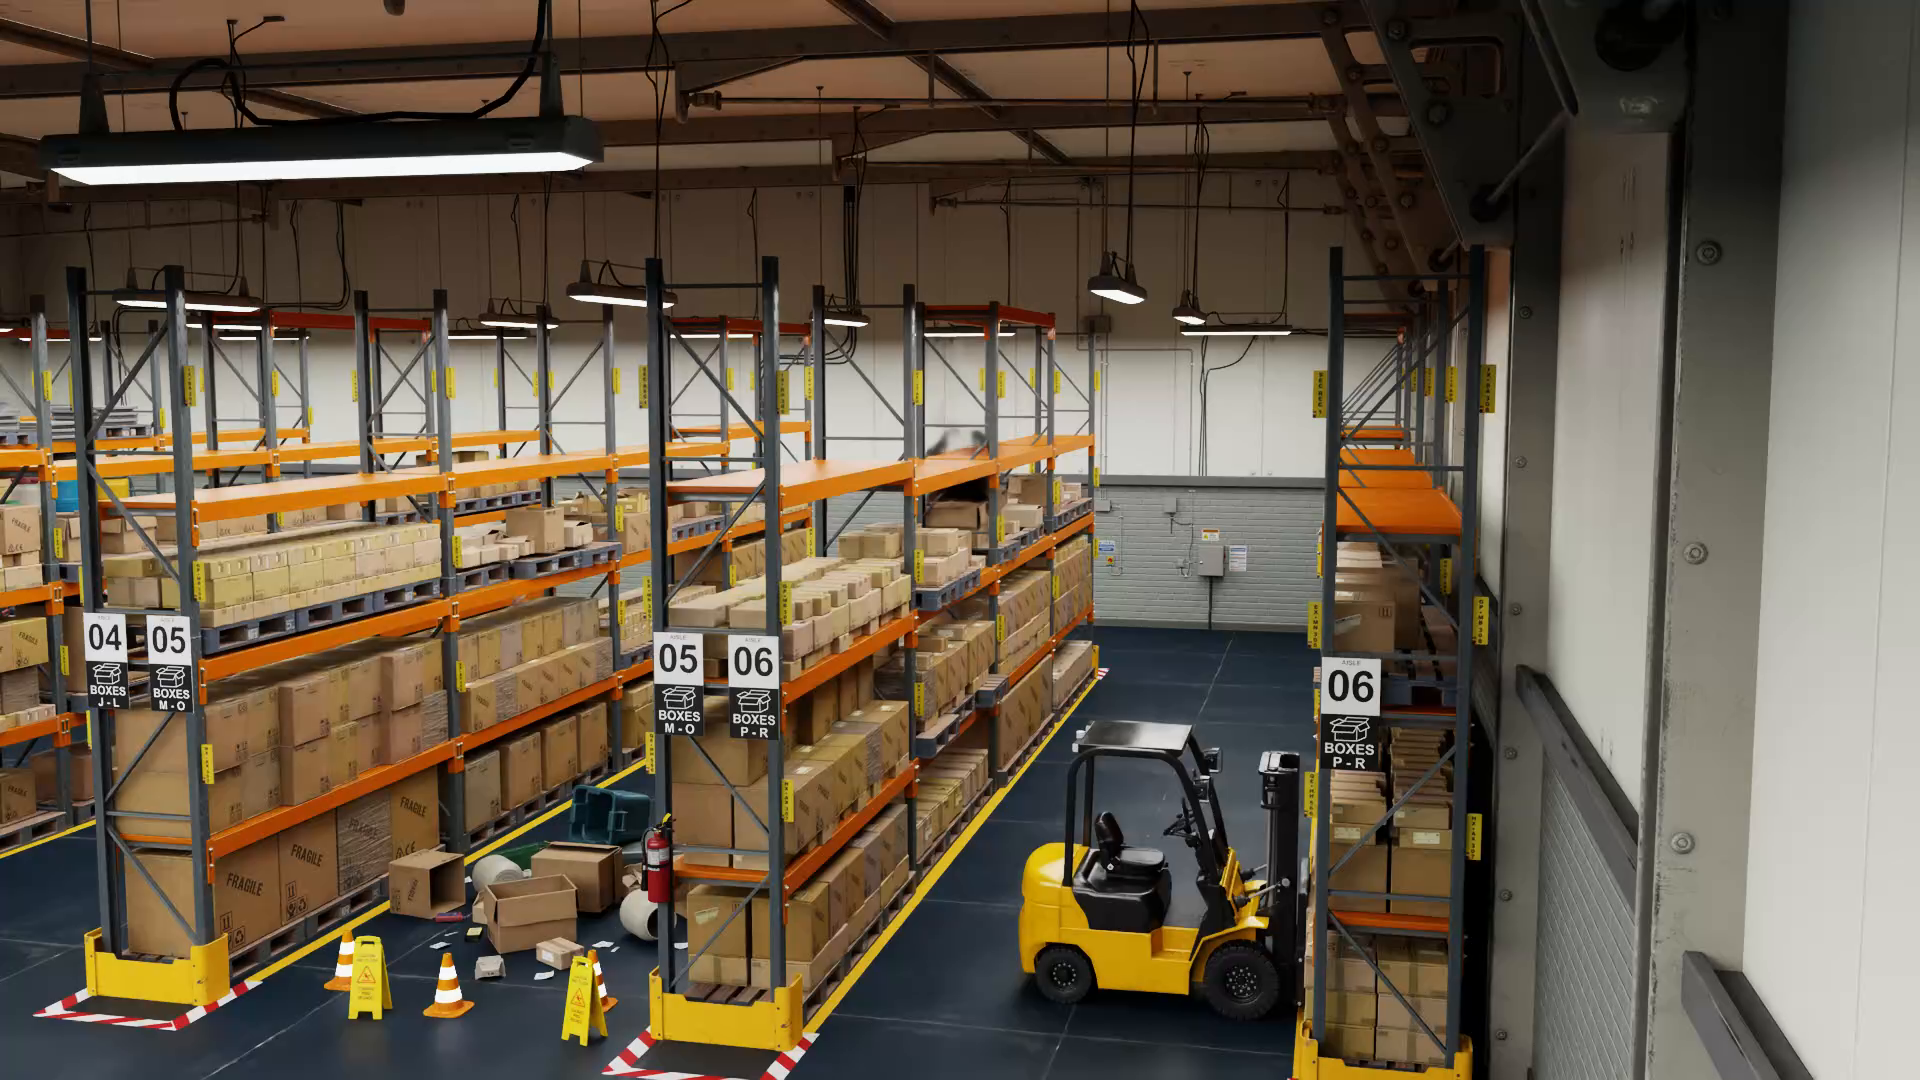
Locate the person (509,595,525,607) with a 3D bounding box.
[{"bbox_3d":[-7.023,1.646,26.394,0.660,1.728,0.538,1,6,6],"label":"person"}]
